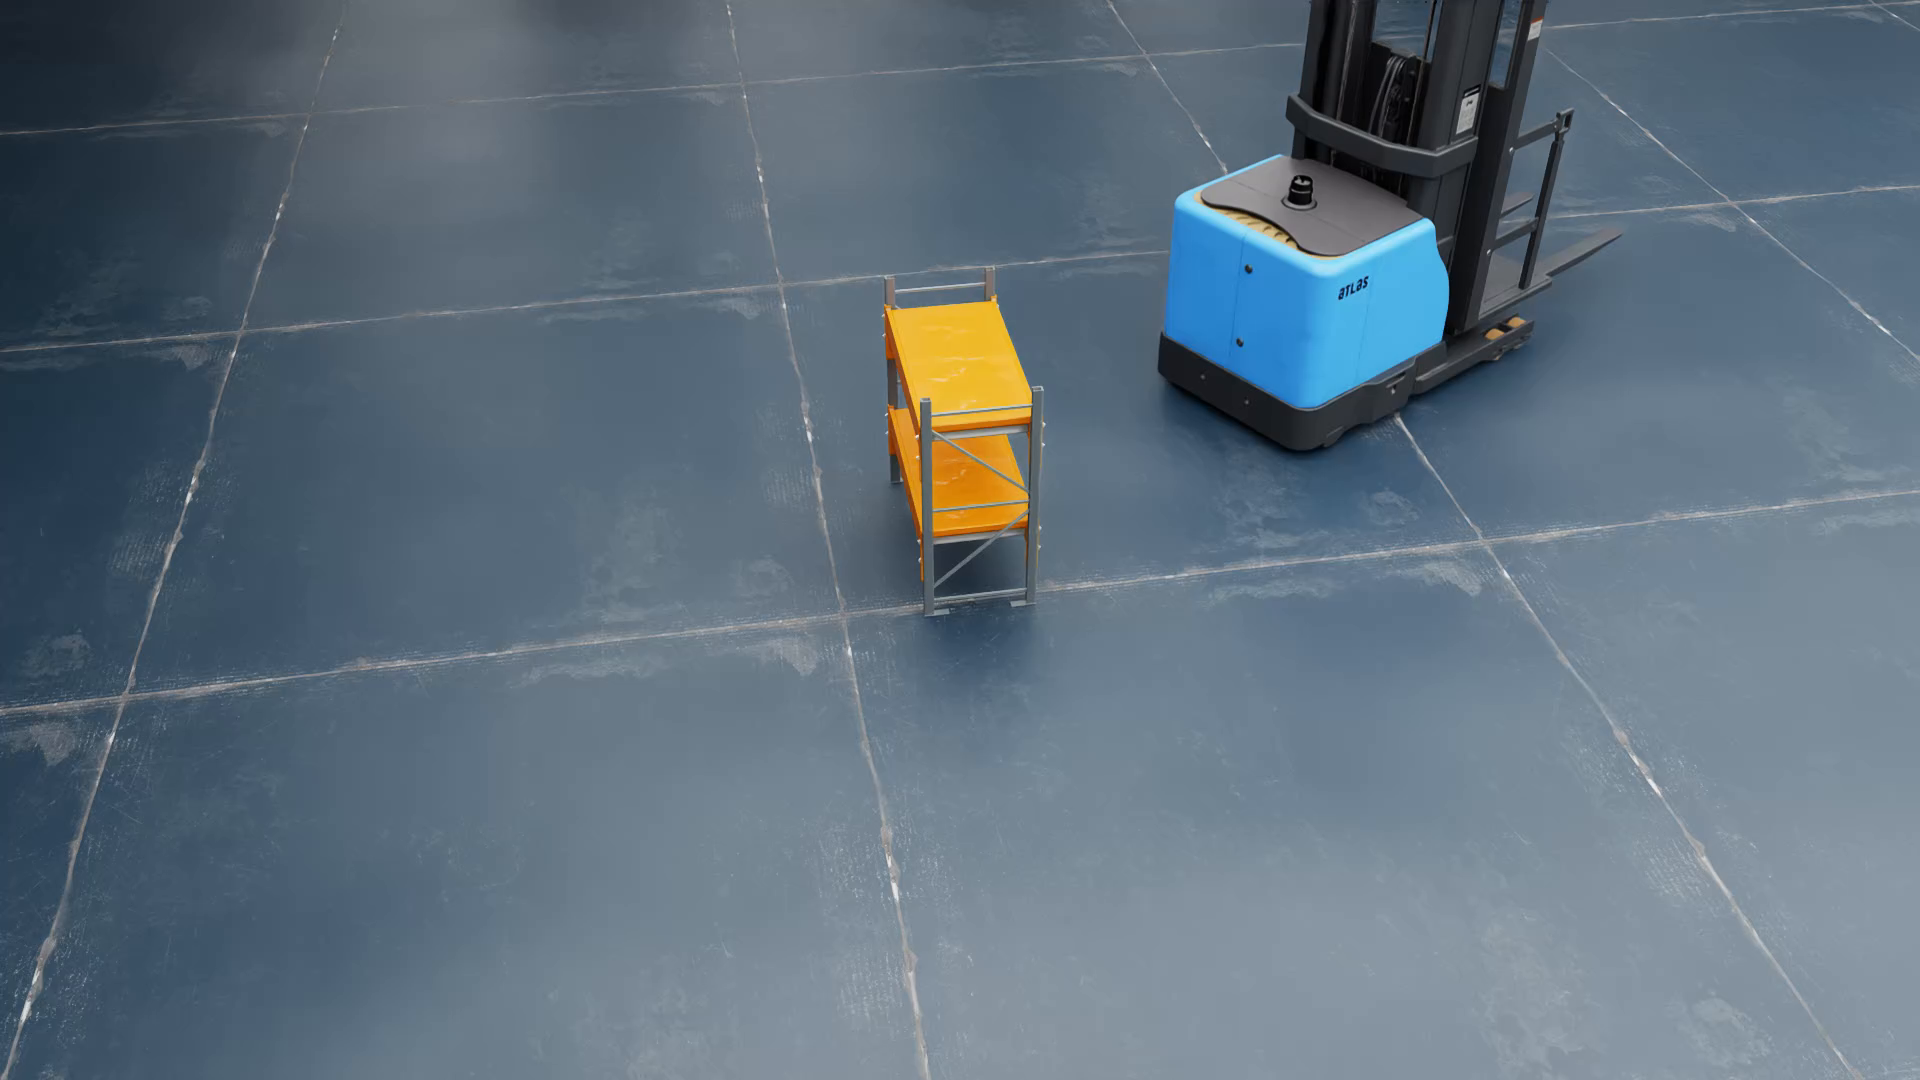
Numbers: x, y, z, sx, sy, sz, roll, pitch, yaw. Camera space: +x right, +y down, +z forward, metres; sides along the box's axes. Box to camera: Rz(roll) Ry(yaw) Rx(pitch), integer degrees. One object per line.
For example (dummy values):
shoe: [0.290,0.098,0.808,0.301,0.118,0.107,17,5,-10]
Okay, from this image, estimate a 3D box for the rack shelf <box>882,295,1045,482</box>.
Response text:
rack shelf: [-0.001,-0.679,7.231,0.538,0.278,1.000,-6,38,-8]

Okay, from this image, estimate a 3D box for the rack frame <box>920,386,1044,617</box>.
rack frame: [0.088,-0.141,7.015,0.500,1.125,0.032,-6,38,-8]

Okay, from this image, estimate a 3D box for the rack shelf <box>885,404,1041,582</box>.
rack shelf: [-0.001,-0.255,7.560,0.538,0.278,1.000,-6,38,-8]

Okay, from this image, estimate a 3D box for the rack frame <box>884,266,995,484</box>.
rack frame: [-0.090,-0.755,7.805,0.500,1.125,0.032,-6,38,-8]

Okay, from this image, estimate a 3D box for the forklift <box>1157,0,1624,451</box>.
forklift: [2.501,-2.354,8.391,3.031,2.935,1.130,-27,45,-30]

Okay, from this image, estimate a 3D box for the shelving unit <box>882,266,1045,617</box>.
shelving unit: [-0.001,-0.448,7.410,0.538,1.125,1.048,-6,38,-8]
